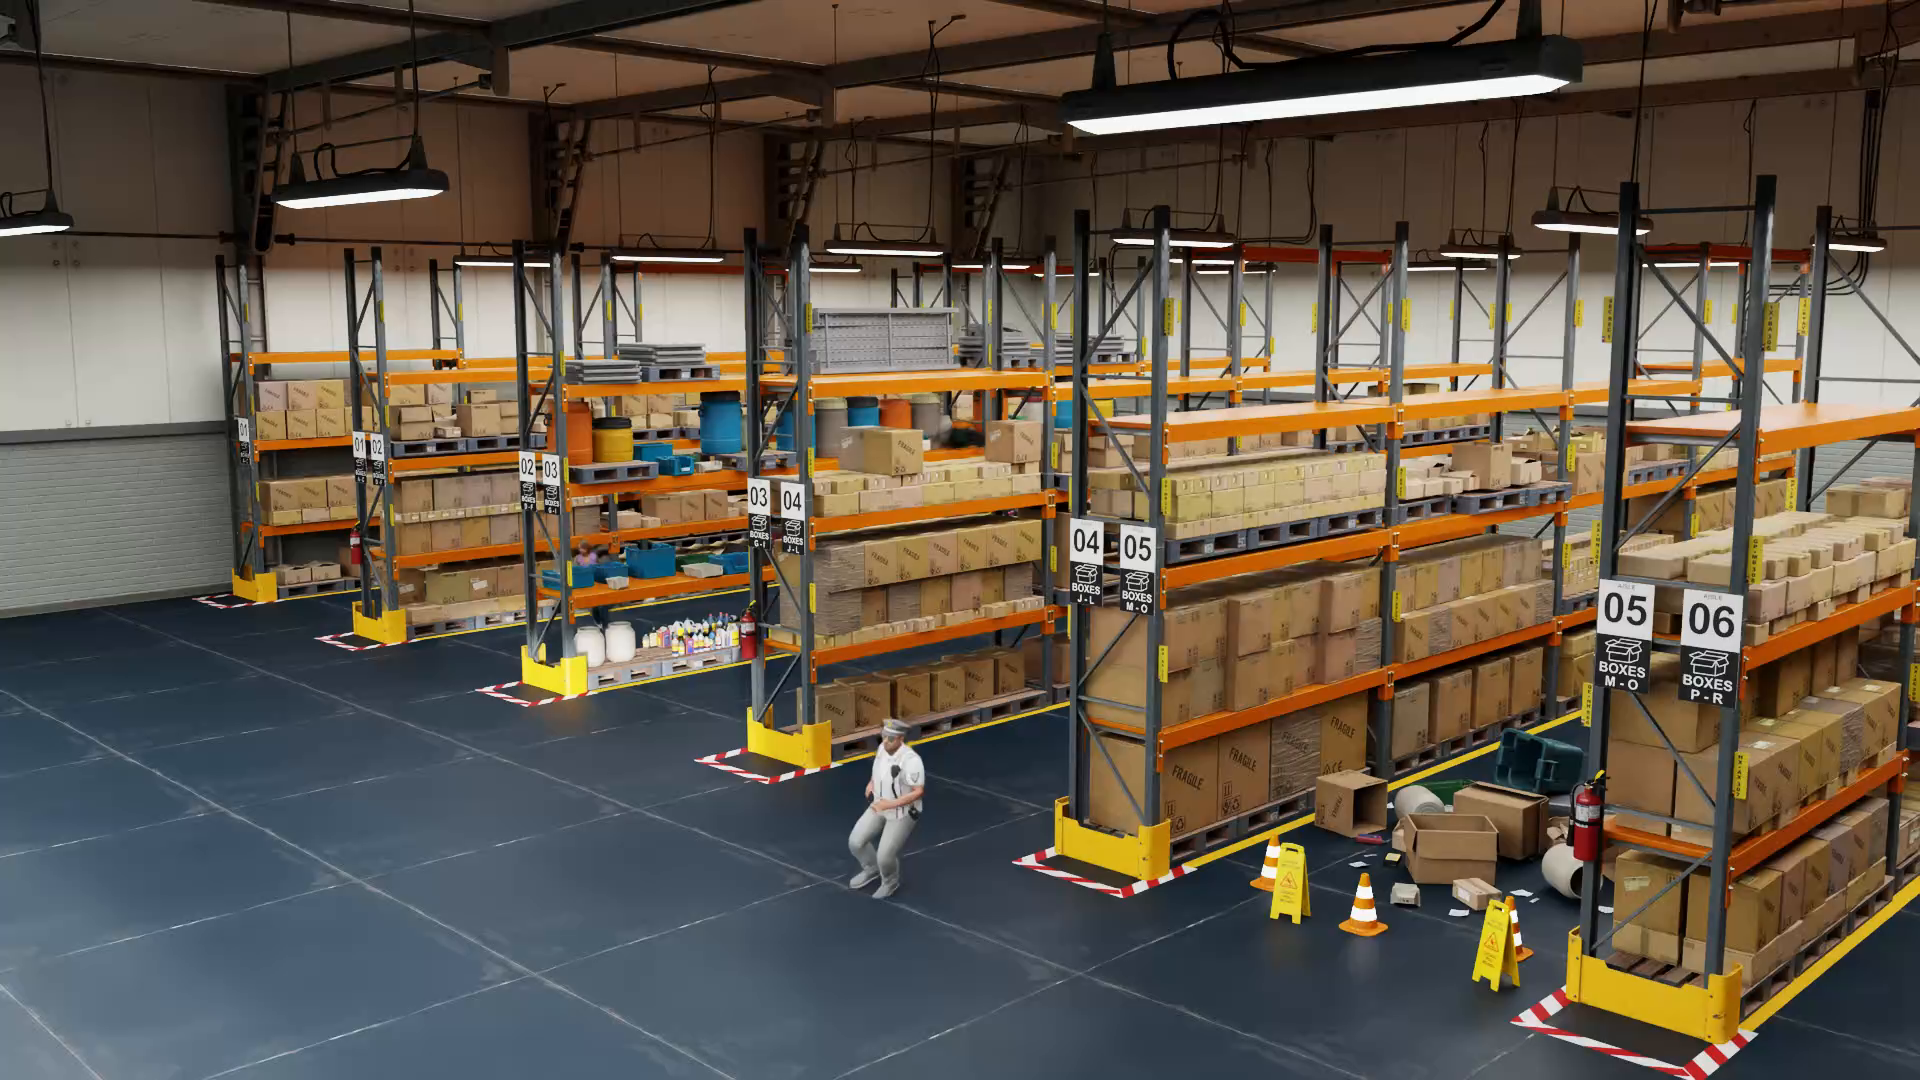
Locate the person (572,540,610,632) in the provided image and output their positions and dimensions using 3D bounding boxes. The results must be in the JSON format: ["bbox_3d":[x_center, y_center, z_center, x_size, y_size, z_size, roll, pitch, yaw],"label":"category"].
[{"bbox_3d":[-5.737,0.757,25.806,0.638,1.531,0.774,-2,8,-14],"label":"person"}]

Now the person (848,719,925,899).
[{"bbox_3d":[-0.659,2.345,14.365,0.856,1.693,0.674,6,10,35],"label":"person"}]
